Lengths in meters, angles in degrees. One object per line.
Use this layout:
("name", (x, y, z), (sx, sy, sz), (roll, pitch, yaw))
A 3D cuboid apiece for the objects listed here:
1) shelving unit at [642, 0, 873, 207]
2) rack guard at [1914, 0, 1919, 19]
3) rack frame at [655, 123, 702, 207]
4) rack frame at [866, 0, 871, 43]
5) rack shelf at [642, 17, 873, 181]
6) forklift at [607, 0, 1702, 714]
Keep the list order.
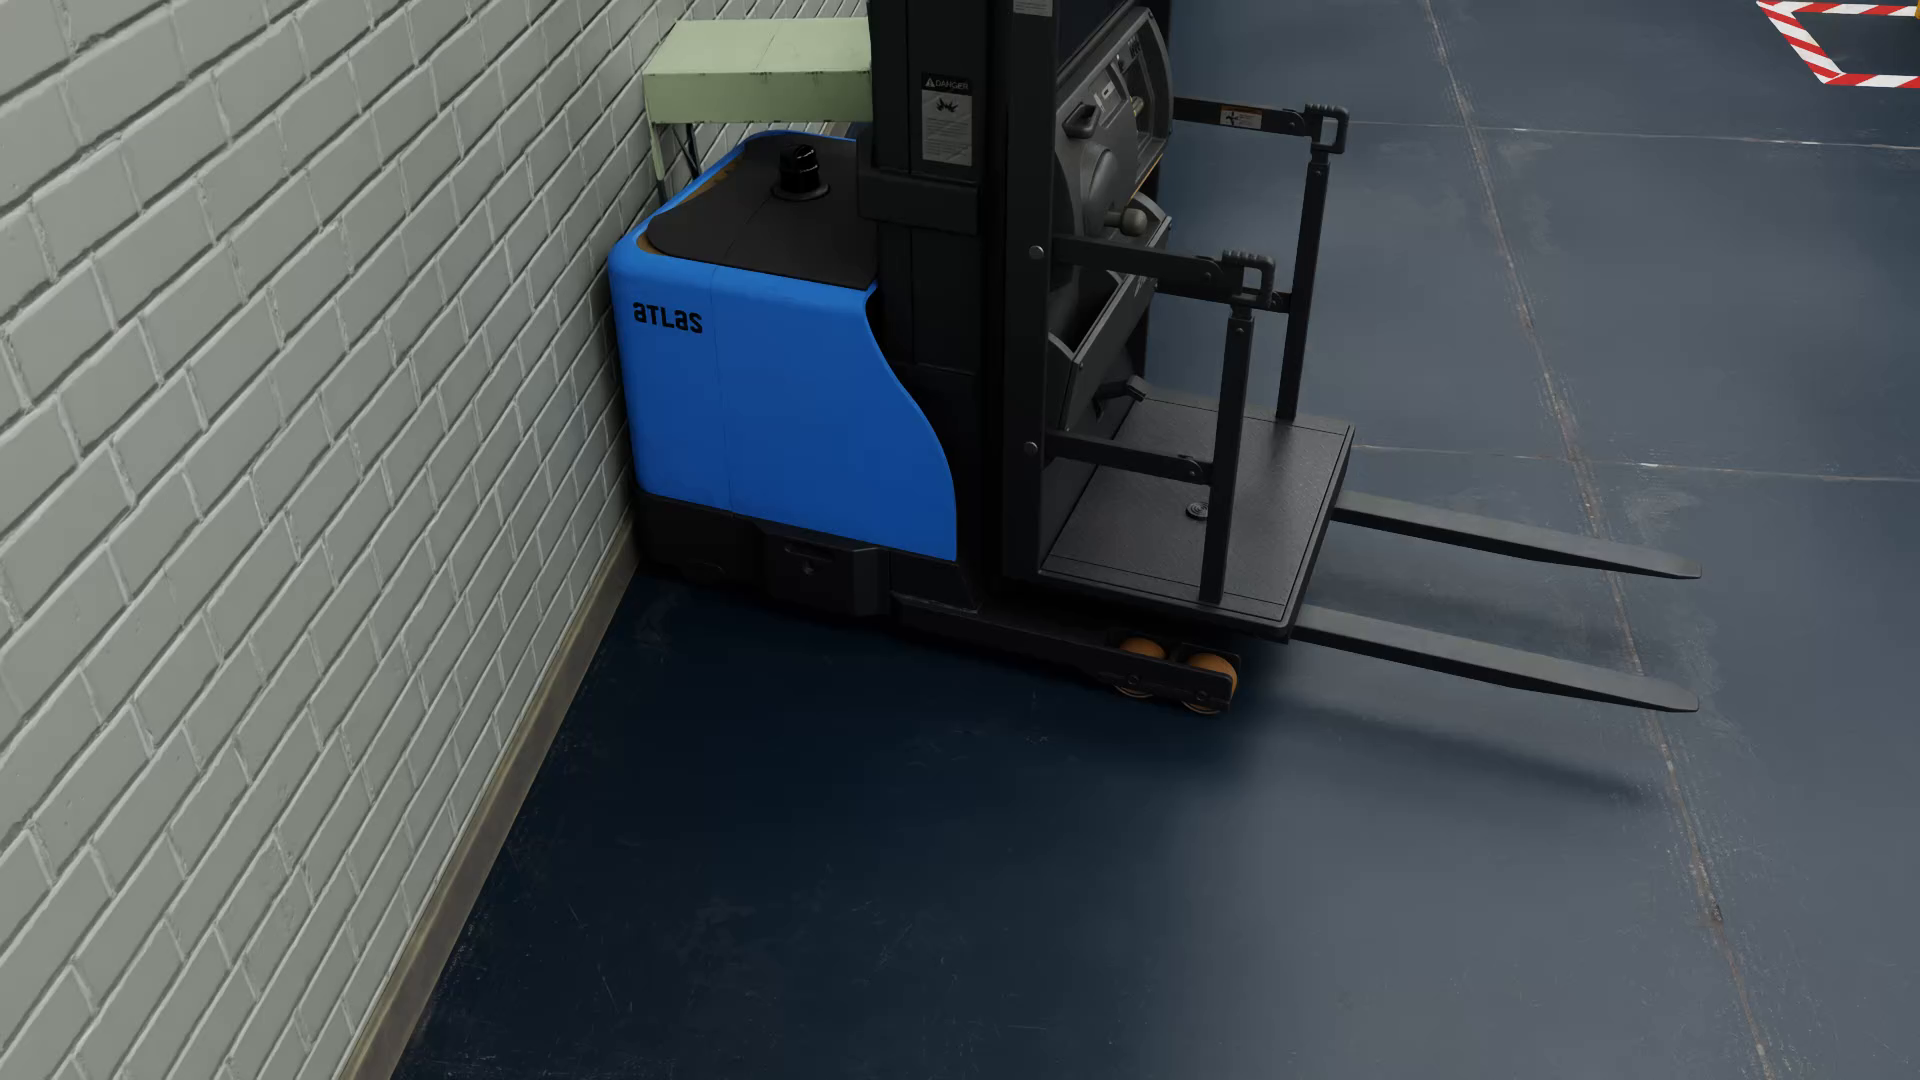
("shelving unit", (-0.535, -1.068, 5.362), (0.755, 1.500, 0.431), (2, 39, 9))
("rack guard", (5.503, -2.855, 8.820), (0.348, 0.500, 1.175), (4, 36, 6))
("rack frame", (-0.897, -1.079, 5.416), (0.023, 1.500, 0.400), (2, 39, 9))
("rack frame", (-0.173, -1.057, 5.307), (0.023, 1.500, 0.400), (2, 39, 9))
("rack shelf", (-0.563, -1.371, 5.117), (0.720, 0.370, 0.431), (2, 39, 9))
("forklift", (0.589, -1.065, 4.219), (3.031, 2.935, 1.130), (12, 37, 17))
